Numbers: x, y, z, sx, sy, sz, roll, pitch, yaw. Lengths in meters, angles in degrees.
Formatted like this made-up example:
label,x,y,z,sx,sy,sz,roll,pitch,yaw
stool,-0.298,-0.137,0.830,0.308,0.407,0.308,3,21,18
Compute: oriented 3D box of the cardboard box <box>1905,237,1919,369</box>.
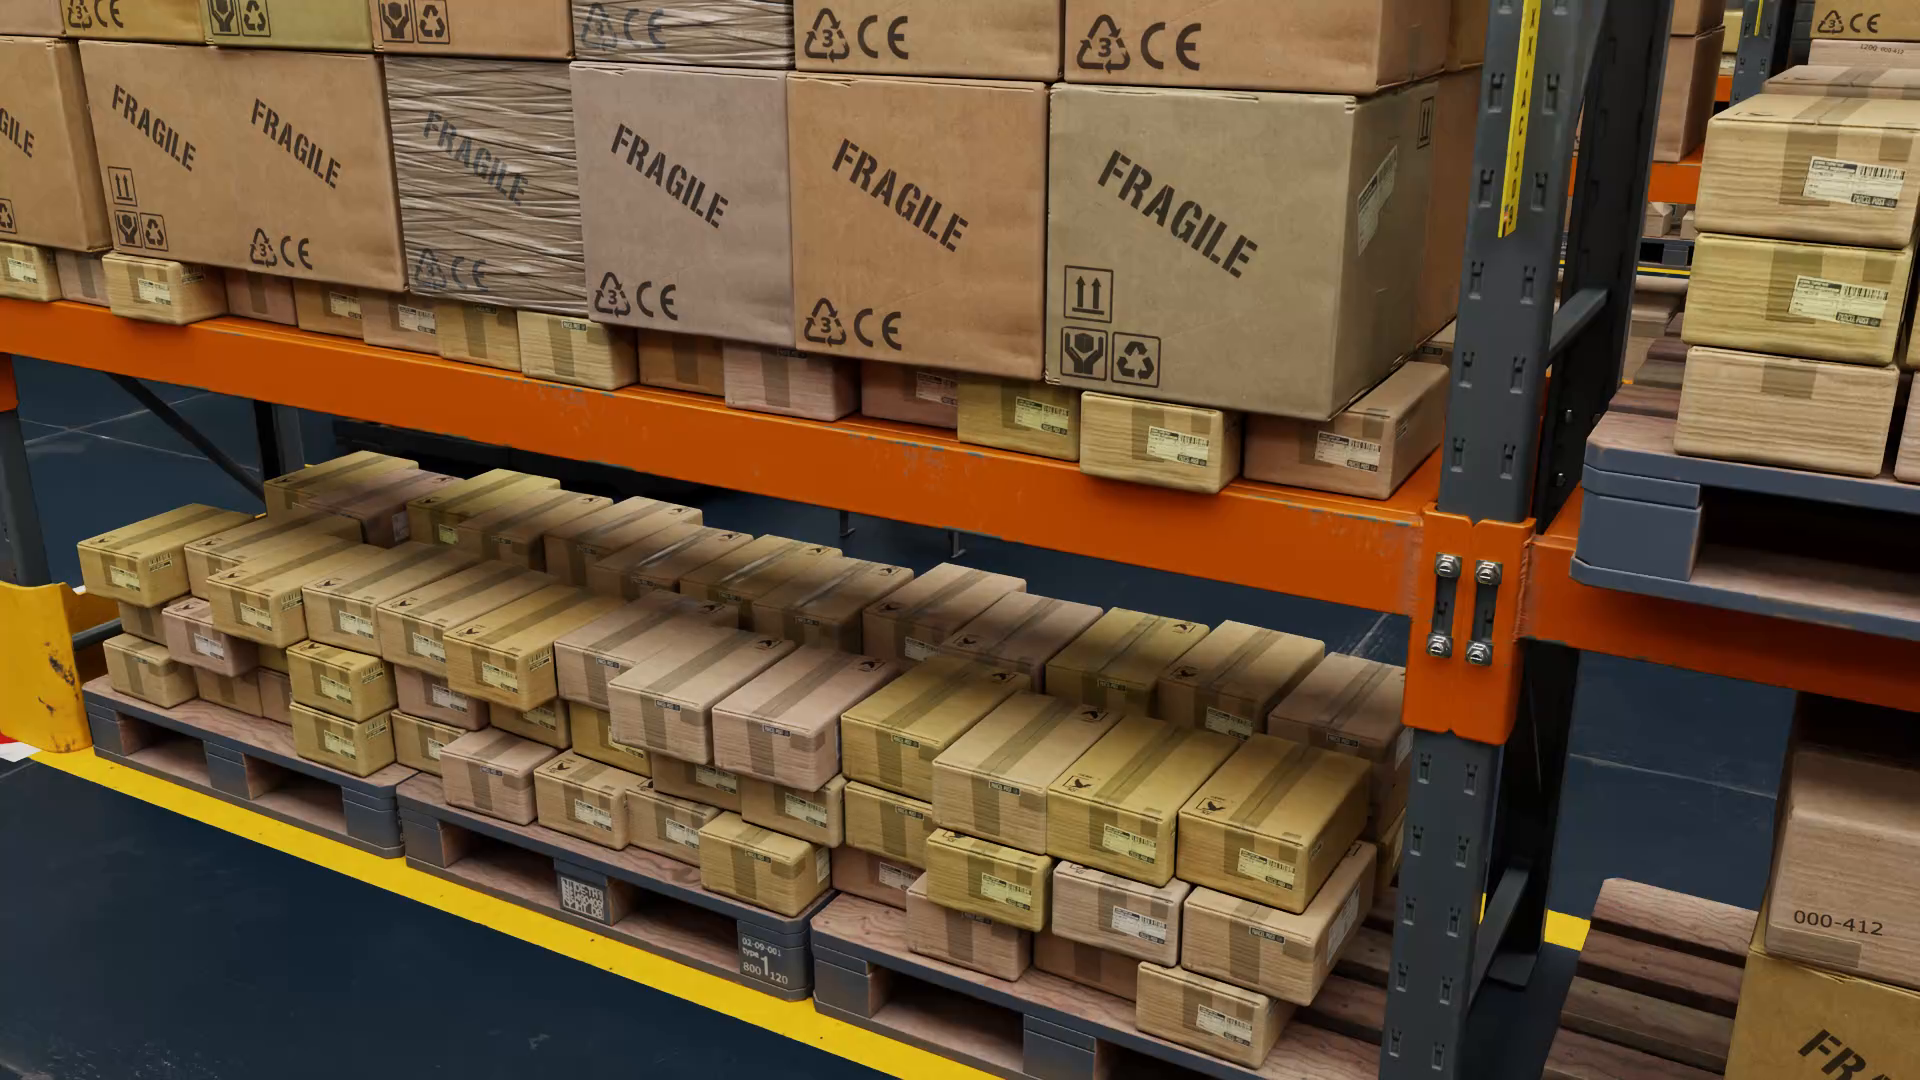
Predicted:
label,x,y,z,sx,sy,sz,roll,pitch,yaw
cardboard box,1.390,-0.322,2.171,0.250,0.149,0.380,10,22,26

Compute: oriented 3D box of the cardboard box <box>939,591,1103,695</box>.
label,x,y,z,sx,sy,sz,roll,pitch,yaw
cardboard box,0.148,0.269,3.919,0.250,0.149,0.380,10,22,26

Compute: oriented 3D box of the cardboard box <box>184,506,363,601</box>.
label,x,y,z,sx,sy,sz,roll,pitch,yaw
cardboard box,-1.858,0.048,4.526,0.250,0.149,0.380,11,23,28

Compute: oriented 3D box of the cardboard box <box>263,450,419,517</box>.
label,x,y,z,sx,sy,sz,roll,pitch,yaw
cardboard box,-1.863,-0.138,5.038,0.250,0.149,0.380,11,23,28

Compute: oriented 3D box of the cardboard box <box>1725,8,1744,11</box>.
label,x,y,z,sx,sy,sz,roll,pitch,yaw
cardboard box,5.486,-3.549,11.534,0.500,0.250,0.500,11,22,27

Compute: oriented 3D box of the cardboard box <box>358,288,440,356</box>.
label,x,y,z,sx,sy,sz,roll,pitch,yaw
cardboard box,-1.155,-0.549,3.848,0.250,0.149,0.380,10,22,26

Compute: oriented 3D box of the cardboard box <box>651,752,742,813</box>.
label,x,y,z,sx,sy,sz,roll,pitch,yaw
cardboard box,-0.499,0.458,3.831,0.250,0.149,0.380,10,22,25

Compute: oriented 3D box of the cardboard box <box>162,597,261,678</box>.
label,x,y,z,sx,sy,sz,roll,pitch,yaw
cardboard box,-1.905,0.215,4.501,0.250,0.149,0.380,11,23,27

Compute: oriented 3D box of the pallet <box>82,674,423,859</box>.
label,x,y,z,sx,sy,sz,roll,pitch,yaw
pallet,-1.691,0.456,4.799,1.213,0.211,1.003,11,23,27

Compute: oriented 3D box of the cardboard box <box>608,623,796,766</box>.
label,x,y,z,sx,sy,sz,roll,pitch,yaw
cardboard box,-0.569,0.338,3.726,0.250,0.149,0.380,10,22,25

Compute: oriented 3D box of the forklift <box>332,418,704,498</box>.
label,x,y,z,sx,sy,sz,roll,pitch,yaw
forklift,-2.214,-1.879,7.248,3.031,2.935,1.130,10,22,26

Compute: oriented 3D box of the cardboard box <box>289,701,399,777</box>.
label,x,y,z,sx,sy,sz,roll,pitch,yaw
cardboard box,-1.490,0.445,4.303,0.250,0.149,0.380,11,23,28

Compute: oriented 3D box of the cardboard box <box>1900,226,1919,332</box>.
label,x,y,z,sx,sy,sz,roll,pitch,yaw
cardboard box,3.949,-0.958,7.107,0.875,0.875,0.875,12,23,29

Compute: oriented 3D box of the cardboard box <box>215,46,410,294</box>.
label,x,y,z,sx,sy,sz,roll,pitch,yaw
cardboard box,-1.291,-0.877,3.800,0.500,0.500,0.500,11,23,28

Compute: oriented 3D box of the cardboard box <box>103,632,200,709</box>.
label,x,y,z,sx,sy,sz,roll,pitch,yaw
cardboard box,-2.148,0.312,4.672,0.250,0.149,0.380,11,23,28

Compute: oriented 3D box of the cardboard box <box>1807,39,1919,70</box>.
label,x,y,z,sx,sy,sz,roll,pitch,yaw
cardboard box,3.615,-1.846,6.542,0.500,0.250,0.500,10,22,26

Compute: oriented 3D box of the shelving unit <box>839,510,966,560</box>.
label,x,y,z,sx,sy,sz,roll,pitch,yaw
shelving unit,-0.145,-1.015,6.083,0.503,2.100,0.431,11,23,27

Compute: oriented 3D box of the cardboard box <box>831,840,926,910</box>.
label,x,y,z,sx,sy,sz,roll,pitch,yaw
cardboard box,-0.084,0.658,3.717,0.250,0.149,0.380,10,22,26

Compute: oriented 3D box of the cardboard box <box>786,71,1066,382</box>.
label,x,y,z,sx,sy,sz,roll,pitch,yaw
cardboard box,0.030,-0.618,3.087,0.500,0.500,0.500,10,22,26

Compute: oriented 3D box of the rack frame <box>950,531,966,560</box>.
label,x,y,z,sx,sy,sz,roll,pitch,yaw
rack frame,0.069,-0.974,5.971,0.015,2.100,0.400,11,23,27

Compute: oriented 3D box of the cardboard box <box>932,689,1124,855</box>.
label,x,y,z,sx,sy,sz,roll,pitch,yaw
cardboard box,0.142,0.463,3.382,0.250,0.149,0.380,11,22,27

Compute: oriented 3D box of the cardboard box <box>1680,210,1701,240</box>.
label,x,y,z,sx,sy,sz,roll,pitch,yaw
cardboard box,5.157,-2.179,11.539,0.250,0.149,0.380,10,22,26

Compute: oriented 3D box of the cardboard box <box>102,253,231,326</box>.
label,x,y,z,sx,sy,sz,roll,pitch,yaw
cardboard box,-1.875,-0.653,4.135,0.250,0.149,0.380,10,22,26

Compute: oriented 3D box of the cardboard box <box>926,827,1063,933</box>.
label,x,y,z,sx,sy,sz,roll,pitch,yaw
cardboard box,0.128,0.616,3.396,0.250,0.149,0.380,10,22,25

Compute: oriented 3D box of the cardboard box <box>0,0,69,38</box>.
label,x,y,z,sx,sy,sz,roll,pitch,yaw
cardboard box,-2.187,-1.517,4.098,0.500,0.500,0.500,11,22,27

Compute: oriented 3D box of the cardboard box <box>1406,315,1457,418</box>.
label,x,y,z,sx,sy,sz,roll,pitch,yaw
cardboard box,0.955,-0.375,3.367,0.250,0.149,0.380,12,23,29

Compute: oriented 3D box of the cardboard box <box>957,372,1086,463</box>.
label,x,y,z,sx,sy,sz,roll,pitch,yaw
cardboard box,0.197,-0.281,3.108,0.250,0.149,0.380,12,23,29

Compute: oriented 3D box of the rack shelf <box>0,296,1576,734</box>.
label,x,y,z,sx,sy,sz,roll,pitch,yaw
rack shelf,-0.703,-0.343,3.966,4.000,0.370,1.077,11,23,27

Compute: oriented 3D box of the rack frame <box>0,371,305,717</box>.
label,x,y,z,sx,sy,sz,roll,pitch,yaw
rack frame,-2.449,-1.013,4.760,0.127,3.000,1.000,11,23,27

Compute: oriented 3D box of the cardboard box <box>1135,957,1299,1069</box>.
label,x,y,z,sx,sy,sz,roll,pitch,yaw
cardboard box,0.534,0.831,3.241,0.250,0.149,0.380,11,23,28

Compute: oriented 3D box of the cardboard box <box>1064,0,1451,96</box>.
label,x,y,z,sx,sy,sz,roll,pitch,yaw
cardboard box,0.501,-1.003,2.681,0.500,0.500,0.500,10,22,25

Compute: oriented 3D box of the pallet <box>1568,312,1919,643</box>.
label,x,y,z,sx,sy,sz,roll,pitch,yaw
pallet,1.639,-0.088,2.489,1.213,0.211,1.003,11,23,27

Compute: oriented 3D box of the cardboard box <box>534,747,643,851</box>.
label,x,y,z,sx,sy,sz,roll,pitch,yaw
cardboard box,-0.791,0.565,3.973,0.250,0.149,0.380,11,23,27

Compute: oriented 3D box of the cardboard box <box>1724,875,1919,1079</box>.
label,x,y,z,sx,sy,sz,roll,pitch,yaw
cardboard box,1.559,0.831,2.724,0.500,0.500,0.500,12,23,29

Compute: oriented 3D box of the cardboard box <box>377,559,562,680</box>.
label,x,y,z,sx,sy,sz,roll,pitch,yaw
cardboard box,-1.206,0.194,4.125,0.250,0.149,0.380,12,23,29

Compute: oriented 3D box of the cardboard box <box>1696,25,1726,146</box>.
label,x,y,z,sx,sy,sz,roll,pitch,yaw
cardboard box,3.087,-2.042,7.448,0.500,0.500,0.500,12,23,29

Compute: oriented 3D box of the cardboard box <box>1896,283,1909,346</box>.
label,x,y,z,sx,sy,sz,roll,pitch,yaw
cardboard box,1.486,-0.420,2.878,0.250,0.149,0.380,10,22,26

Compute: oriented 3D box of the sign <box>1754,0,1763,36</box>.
label,x,y,z,sx,sy,sz,roll,pitch,yaw
sign,3.099,-2.117,6.418,0.005,0.325,0.100,11,23,27

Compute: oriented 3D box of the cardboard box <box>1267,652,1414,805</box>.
label,x,y,z,sx,sy,sz,roll,pitch,yaw
cardboard box,0.843,0.396,3.567,0.250,0.149,0.380,12,23,29

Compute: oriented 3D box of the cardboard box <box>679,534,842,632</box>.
label,x,y,z,sx,sy,sz,roll,pitch,yaw
cardboard box,-0.509,0.128,4.305,0.250,0.149,0.380,11,23,28

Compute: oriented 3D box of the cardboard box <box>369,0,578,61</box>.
label,x,y,z,sx,sy,sz,roll,pitch,yaw
cardboard box,-0.853,-1.258,3.384,0.500,0.500,0.500,10,22,26

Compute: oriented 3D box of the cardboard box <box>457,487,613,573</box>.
label,x,y,z,sx,sy,sz,roll,pitch,yaw
cardboard box,-1.189,-0.012,4.691,0.250,0.149,0.380,10,22,25

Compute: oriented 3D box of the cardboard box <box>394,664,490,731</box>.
label,x,y,z,sx,sy,sz,roll,pitch,yaw
cardboard box,-1.200,0.321,4.211,0.250,0.149,0.380,10,22,25

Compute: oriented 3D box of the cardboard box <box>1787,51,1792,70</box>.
label,x,y,z,sx,sy,sz,roll,pitch,yaw
cardboard box,5.385,-3.177,11.092,0.250,0.149,0.380,11,23,28

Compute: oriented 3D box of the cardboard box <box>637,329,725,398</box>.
label,x,y,z,sx,sy,sz,roll,pitch,yaw
cardboard box,-0.464,-0.425,3.507,0.250,0.149,0.380,10,22,27
